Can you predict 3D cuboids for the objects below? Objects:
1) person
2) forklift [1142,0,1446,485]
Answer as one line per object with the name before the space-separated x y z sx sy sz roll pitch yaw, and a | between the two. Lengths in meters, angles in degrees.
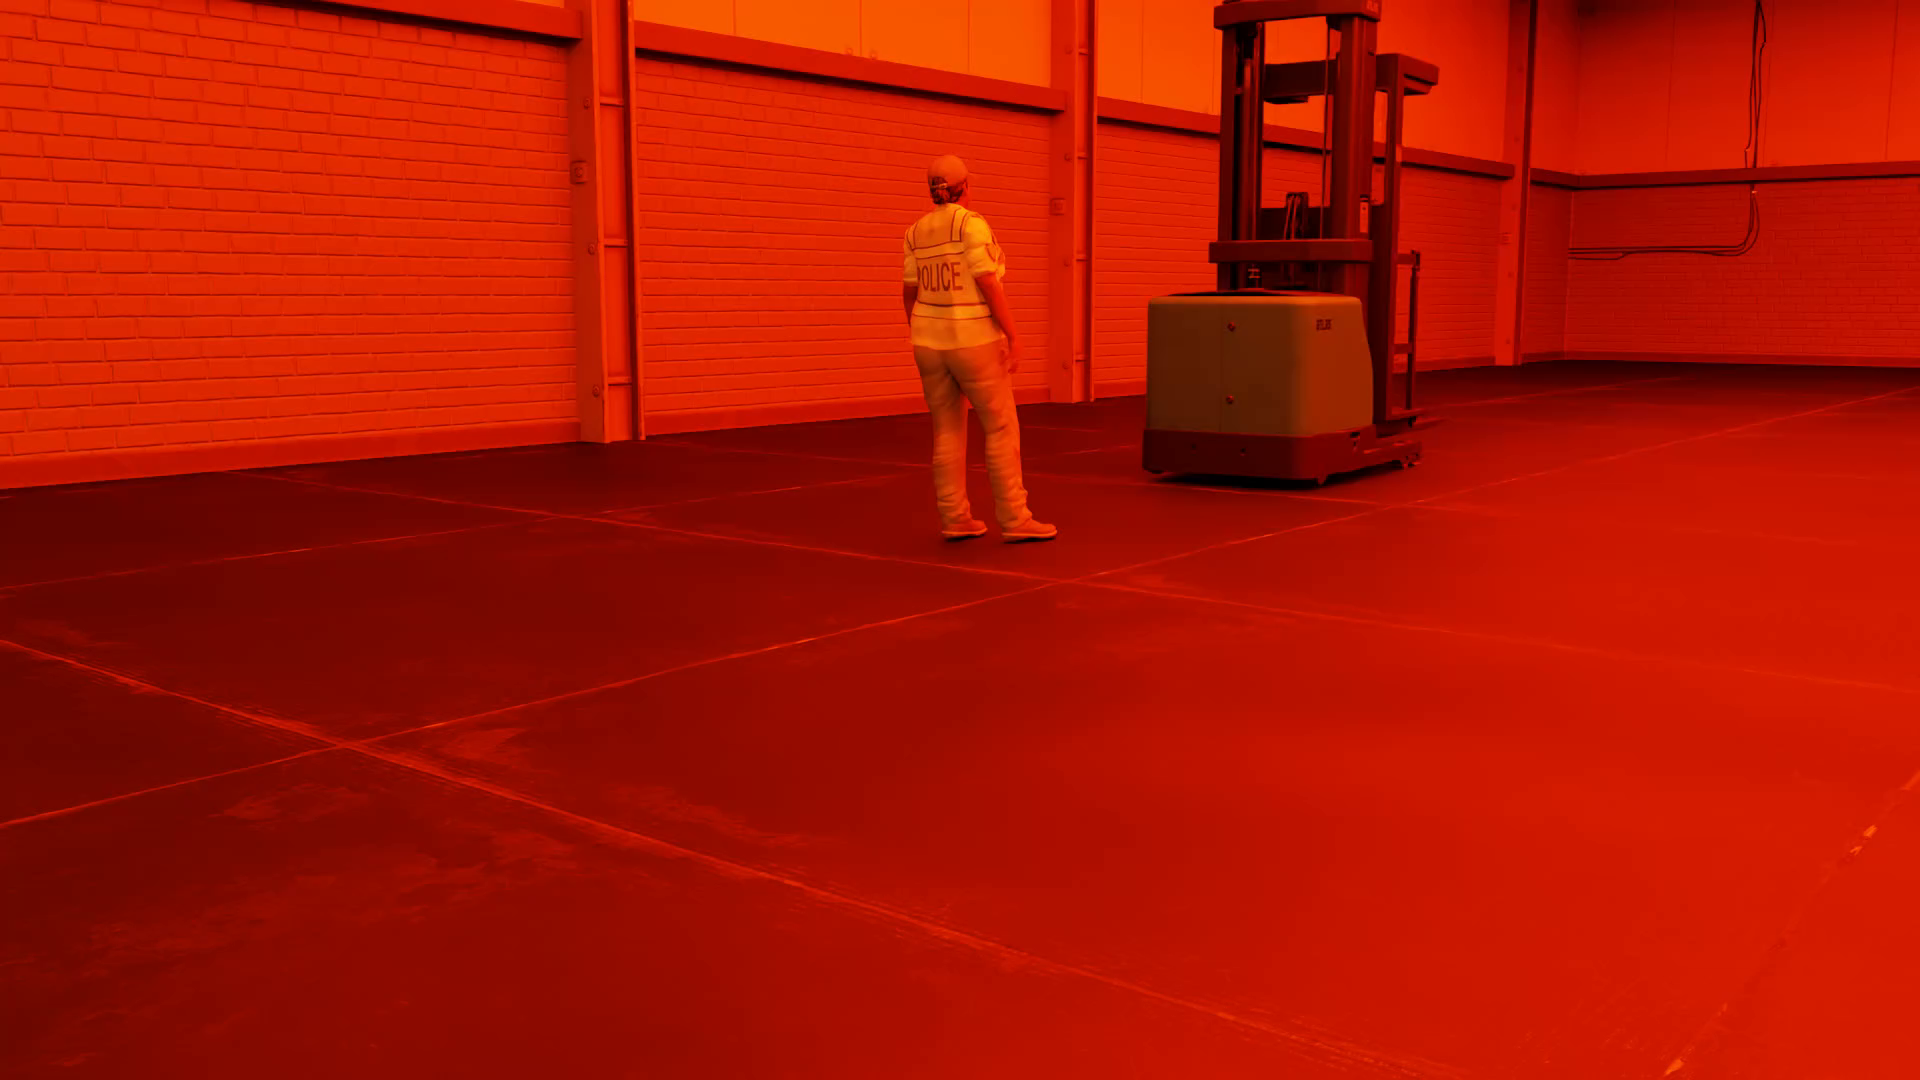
person | 0.066 -0.839 7.328 0.598 1.670 0.529 7 11 38
forklift | 2.305 -1.931 10.480 1.130 2.935 3.031 6 10 33
